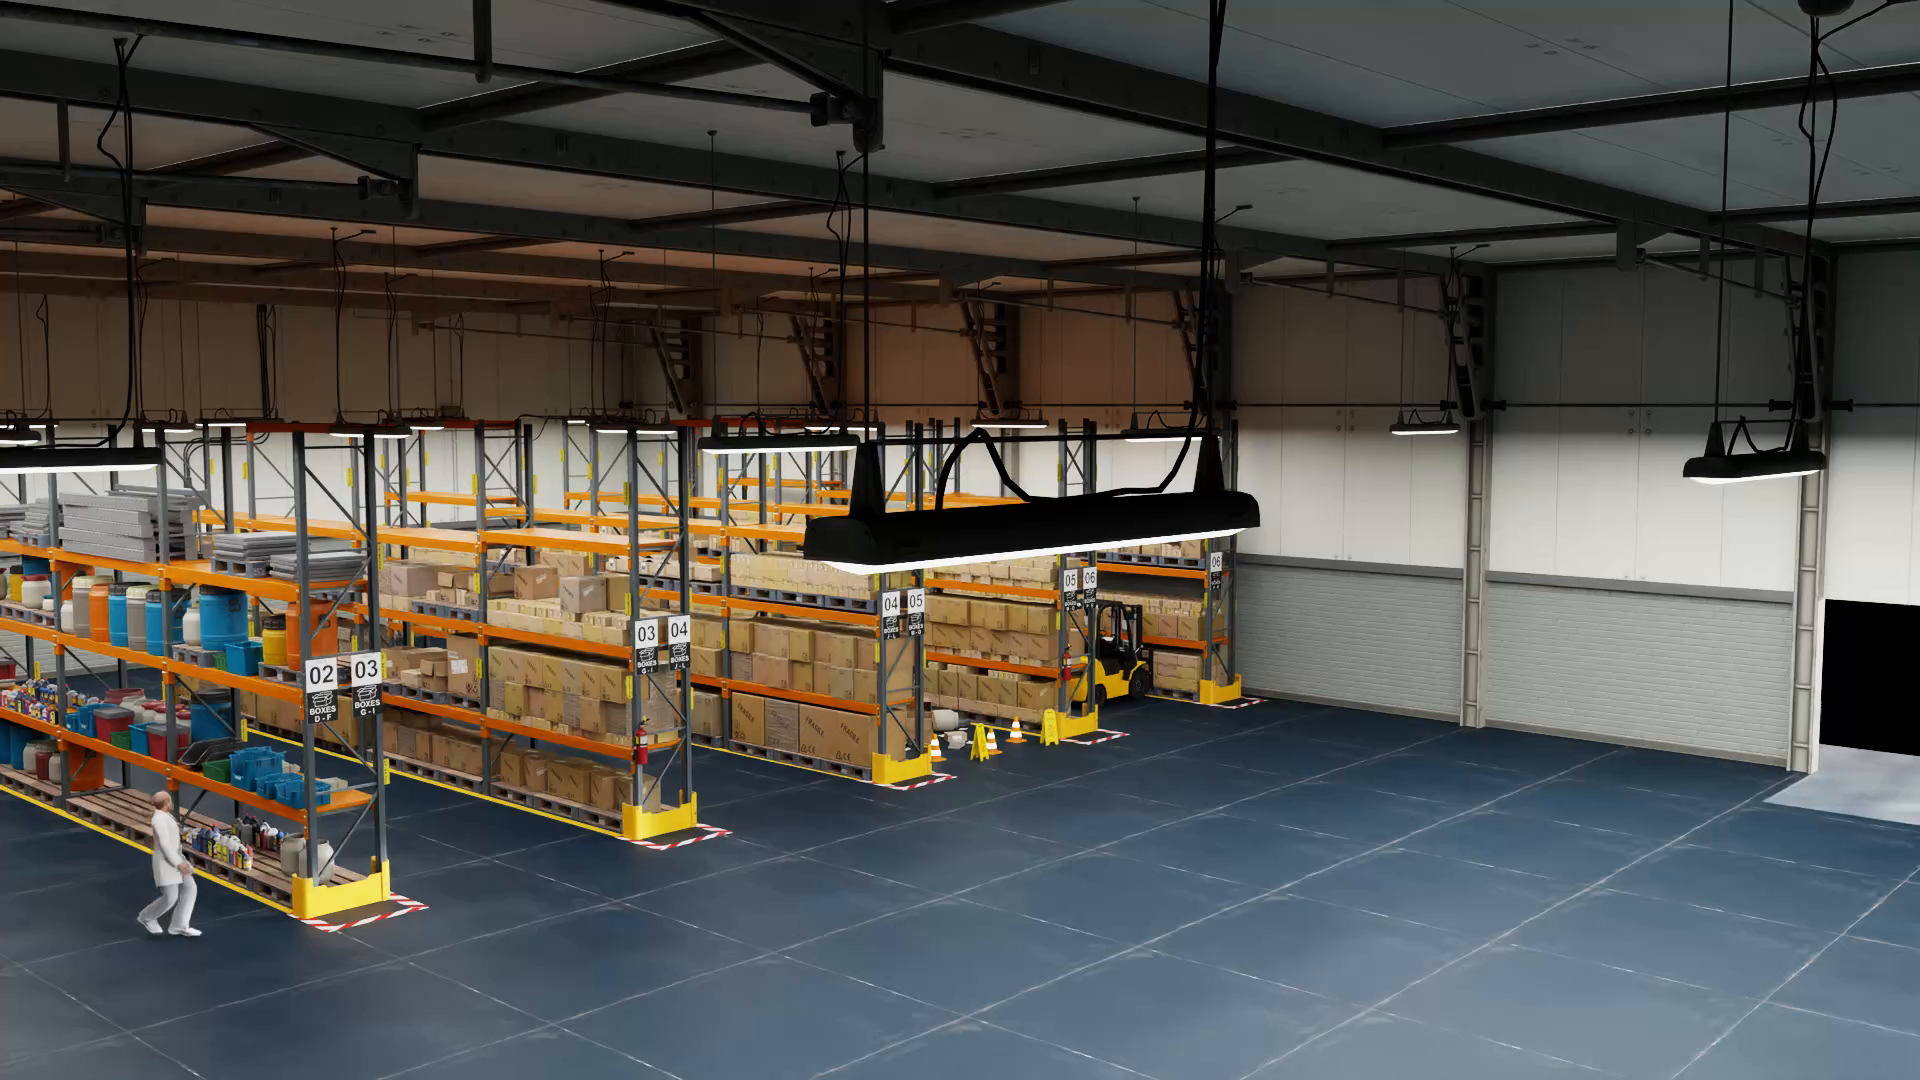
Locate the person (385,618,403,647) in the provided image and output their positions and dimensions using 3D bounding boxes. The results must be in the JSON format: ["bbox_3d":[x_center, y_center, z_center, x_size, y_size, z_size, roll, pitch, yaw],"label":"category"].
[{"bbox_3d":[-14.165,2.171,41.581,0.471,1.561,0.491,3,6,36],"label":"person"}]

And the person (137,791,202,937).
[{"bbox_3d":[-9.434,3.909,19.807,0.737,1.649,0.648,0,5,-4],"label":"person"}]
